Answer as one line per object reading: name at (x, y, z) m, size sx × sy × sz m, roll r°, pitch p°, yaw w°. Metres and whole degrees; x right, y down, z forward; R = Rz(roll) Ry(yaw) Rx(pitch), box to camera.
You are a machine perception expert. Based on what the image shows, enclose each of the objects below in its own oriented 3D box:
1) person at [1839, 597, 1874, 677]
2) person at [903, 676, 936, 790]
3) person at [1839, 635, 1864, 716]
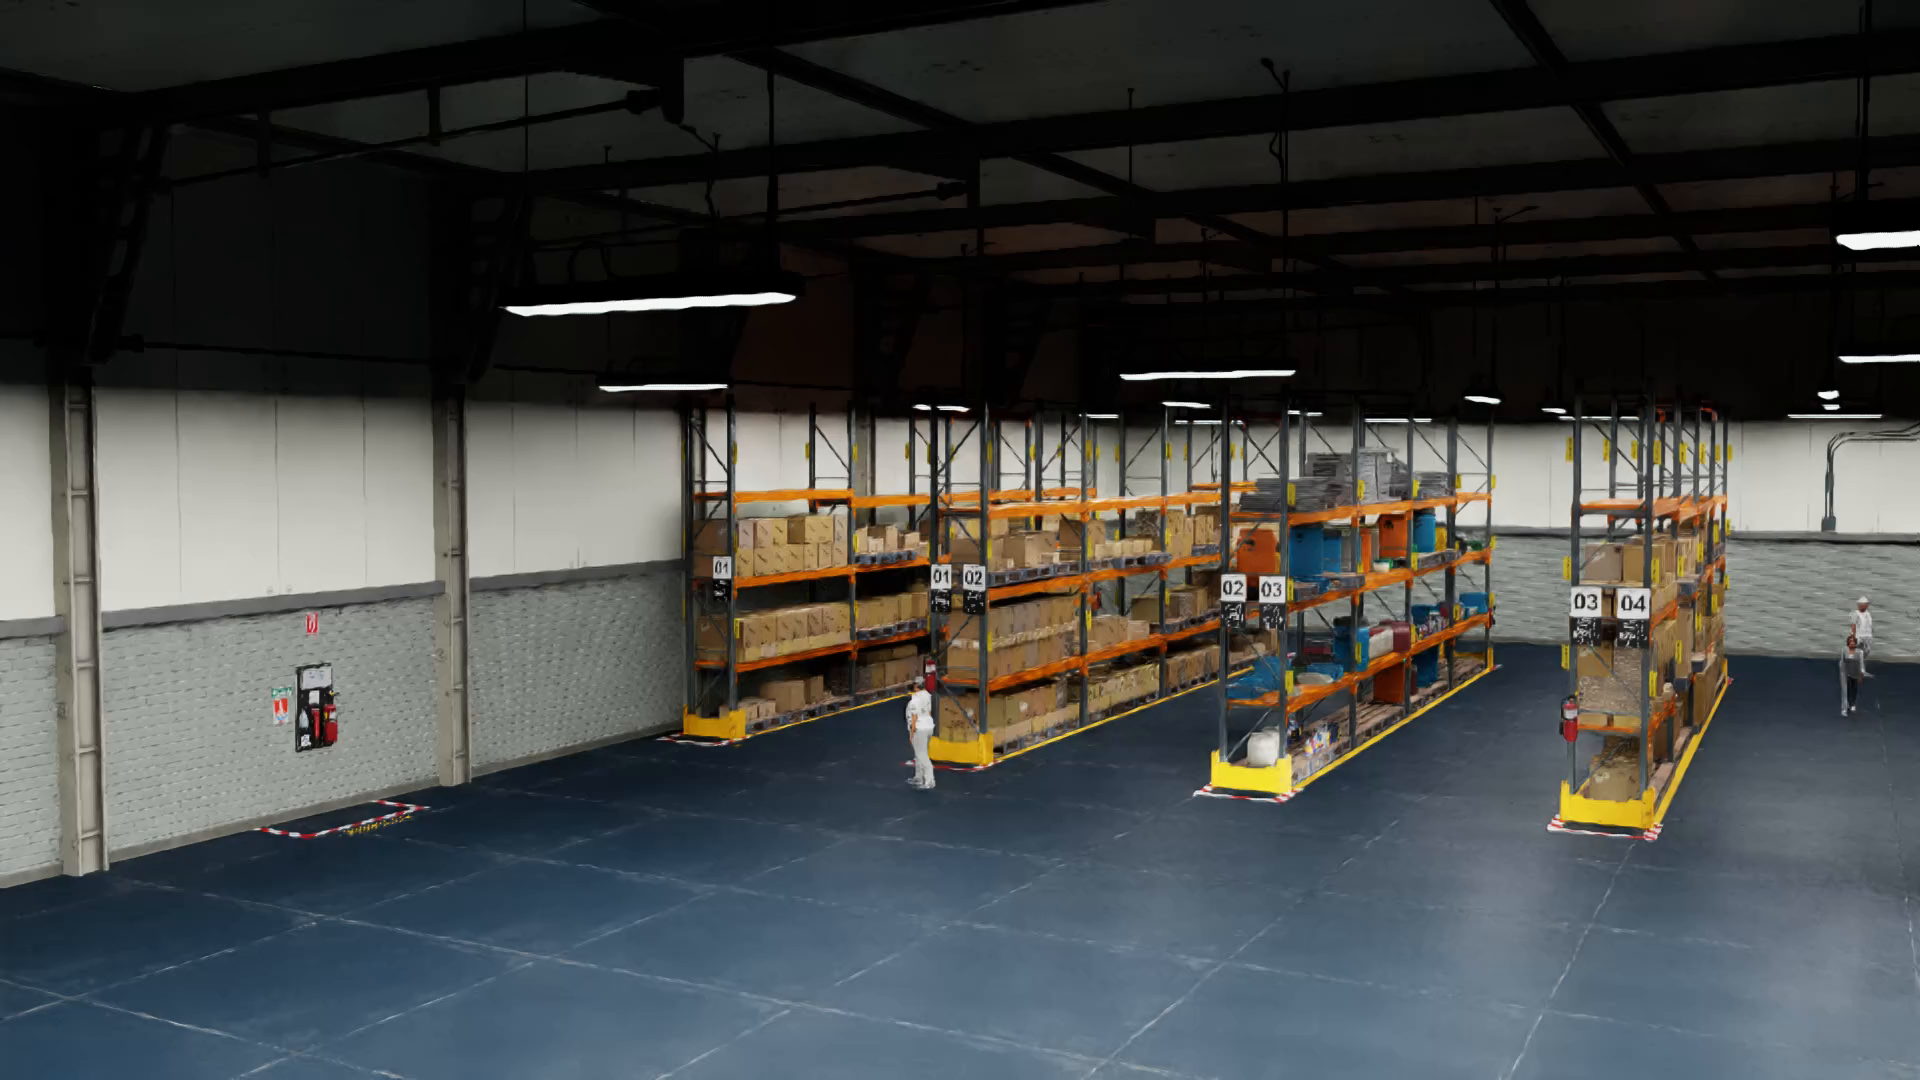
person at (20.003, 2.167, 37.102) m, size 0.710 × 1.777 × 0.483 m, roll -1°, pitch 3°, yaw -22°
person at (-0.588, 2.863, 24.924) m, size 0.605 × 1.651 × 0.722 m, roll 1°, pitch 3°, yaw 23°
person at (16.975, 2.559, 31.649) m, size 0.416 × 1.512 × 1.039 m, roll 1°, pitch 3°, yaw 26°
